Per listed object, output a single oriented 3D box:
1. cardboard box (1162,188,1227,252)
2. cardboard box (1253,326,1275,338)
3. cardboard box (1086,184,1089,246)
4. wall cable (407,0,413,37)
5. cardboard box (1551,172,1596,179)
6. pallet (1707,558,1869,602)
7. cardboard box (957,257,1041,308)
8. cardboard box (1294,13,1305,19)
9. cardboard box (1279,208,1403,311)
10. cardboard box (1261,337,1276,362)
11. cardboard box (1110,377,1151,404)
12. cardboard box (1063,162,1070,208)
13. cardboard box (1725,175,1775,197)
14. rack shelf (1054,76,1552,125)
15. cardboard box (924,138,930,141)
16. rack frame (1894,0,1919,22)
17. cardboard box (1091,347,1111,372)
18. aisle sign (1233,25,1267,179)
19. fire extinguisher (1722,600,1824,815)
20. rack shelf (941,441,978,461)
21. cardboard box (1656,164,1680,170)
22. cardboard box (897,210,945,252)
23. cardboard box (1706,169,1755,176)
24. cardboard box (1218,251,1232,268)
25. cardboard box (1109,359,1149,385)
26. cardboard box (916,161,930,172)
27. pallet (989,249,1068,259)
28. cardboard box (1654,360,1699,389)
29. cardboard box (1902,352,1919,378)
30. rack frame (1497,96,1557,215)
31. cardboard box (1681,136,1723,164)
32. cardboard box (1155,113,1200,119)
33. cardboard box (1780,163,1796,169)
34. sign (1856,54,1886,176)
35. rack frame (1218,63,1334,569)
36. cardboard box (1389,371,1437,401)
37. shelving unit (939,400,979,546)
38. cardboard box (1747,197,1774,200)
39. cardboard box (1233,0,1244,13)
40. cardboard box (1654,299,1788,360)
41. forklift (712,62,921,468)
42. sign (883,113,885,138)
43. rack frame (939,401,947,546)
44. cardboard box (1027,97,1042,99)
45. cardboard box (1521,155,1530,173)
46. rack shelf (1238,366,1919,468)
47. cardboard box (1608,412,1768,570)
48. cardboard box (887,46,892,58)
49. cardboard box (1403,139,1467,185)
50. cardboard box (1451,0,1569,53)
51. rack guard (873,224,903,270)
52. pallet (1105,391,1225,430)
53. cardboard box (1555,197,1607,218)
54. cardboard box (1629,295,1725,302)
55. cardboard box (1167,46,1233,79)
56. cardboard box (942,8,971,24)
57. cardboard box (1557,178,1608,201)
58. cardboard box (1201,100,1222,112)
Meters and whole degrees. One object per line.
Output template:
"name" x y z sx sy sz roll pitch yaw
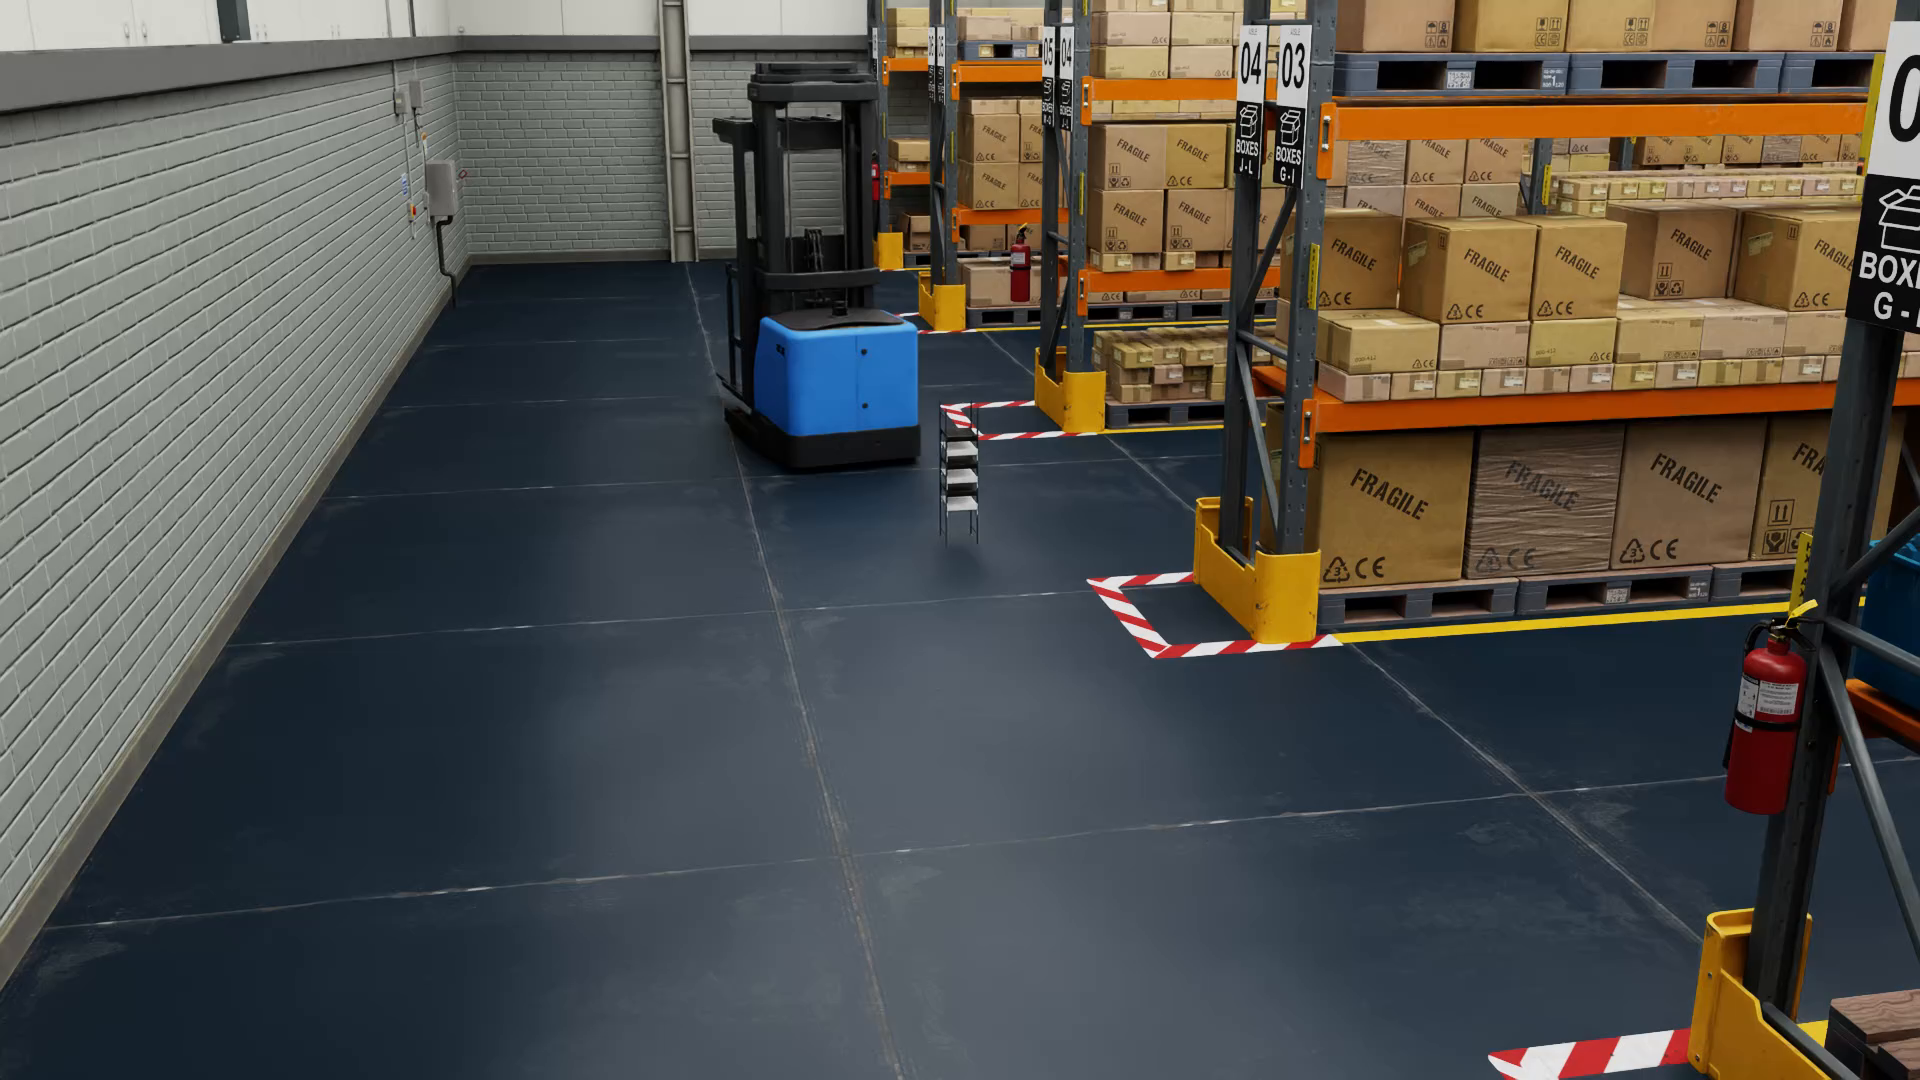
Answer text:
"cardboard box" 1.867 -2.654 13.668 0.500 0.500 0.500 -3 17 -10
"cardboard box" 2.612 -1.765 14.577 0.250 0.149 0.380 -4 17 -12
"cardboard box" 1.245 -2.771 14.048 0.500 0.500 0.500 -3 17 -9
"wall cable" -5.857 -6.590 16.941 0.029 3.000 2.355 -3 17 -10
"cardboard box" 5.401 -3.164 14.702 0.250 0.149 0.380 -4 17 -12
"pallet" 4.861 0.084 10.180 1.213 0.211 1.003 -3 17 -10
"cardboard box" 0.444 -2.945 18.939 0.875 0.438 0.875 -4 17 -12
"cardboard box" 2.840 -4.115 13.397 0.500 0.250 0.500 -4 18 -13
"cardboard box" 2.123 -1.578 9.313 0.500 0.500 0.500 -3 17 -10
"cardboard box" 2.720 -1.614 14.086 0.250 0.149 0.380 -3 17 -10
"cardboard box" 1.428 -1.257 13.935 0.250 0.149 0.380 -3 17 -9
"cardboard box" 1.335 -3.954 18.407 0.500 0.500 0.500 -3 17 -11
"cardboard box" 6.788 -3.047 14.324 0.250 0.149 0.380 -3 17 -9
"rack shelf" 2.817 -3.683 13.811 4.000 0.370 1.077 -3 17 -10
"cardboard box" -0.223 -5.535 23.472 0.500 0.250 0.500 -3 17 -10
"rack frame" 2.634 -2.486 3.580 0.127 3.000 1.000 -3 17 -10
"cardboard box" 1.317 -1.574 14.460 0.250 0.149 0.380 -4 17 -12
"aisle sign" 1.567 -2.372 8.997 0.004 0.787 0.394 -3 17 -10
"fire extinguisher" 2.400 0.474 4.926 0.183 0.674 0.296 -3 17 -10
"rack shelf" -0.008 -0.570 10.635 0.200 0.077 0.258 -3 17 -10
"cardboard box" 8.308 -4.400 19.741 0.250 0.149 0.380 -4 18 -14
"cardboard box" -0.512 -4.348 23.396 0.637 0.503 0.797 -4 18 -13
"cardboard box" 6.927 -3.249 14.980 0.250 0.149 0.380 -3 17 -9
"cardboard box" 2.249 -2.373 13.857 0.250 0.149 0.380 -3 17 -11
"cardboard box" 1.416 -1.417 13.951 0.250 0.149 0.380 -3 17 -8
"cardboard box" -0.515 -5.181 22.998 0.250 0.149 0.380 -3 17 -9
"pallet" 0.922 -4.117 23.856 1.213 0.211 1.003 -3 17 -10
"cardboard box" 3.873 -0.952 9.231 0.250 0.149 0.380 -3 17 -10
"cardboard box" 5.385 -1.038 9.509 0.250 0.149 0.380 -3 17 -10
"rack frame" 4.780 -2.705 14.509 0.127 3.000 1.000 -3 17 -10
"cardboard box" 8.666 -4.729 19.707 0.500 0.500 0.500 -2 17 -8
"cardboard box" 2.334 -4.489 18.445 0.500 0.500 0.500 -3 17 -10
"cardboard box" 9.861 -4.506 20.087 0.250 0.149 0.380 -4 17 -12
"sign" 2.514 -1.160 4.550 0.005 0.325 0.100 -3 17 -10
"rack frame" 1.695 -1.046 9.110 0.127 3.000 1.000 -3 17 -10
"cardboard box" 2.358 -0.866 8.949 0.250 0.149 0.380 -4 17 -11
"shelving unit" -0.008 -0.430 10.678 0.210 0.900 0.258 -3 17 -10
"cardboard box" 6.790 -2.905 14.366 0.250 0.149 0.380 -4 17 -12
"cardboard box" 2.220 -4.287 13.278 0.250 0.149 0.380 -3 17 -9
"cardboard box" 4.230 -1.181 9.298 0.500 0.250 0.500 -3 17 -9
"forklift" -1.319 -2.326 13.391 1.130 2.935 3.031 -7 18 -21
"sign" -1.027 -5.591 22.433 0.005 0.325 0.100 -3 17 -10
"rack frame" -0.108 -0.424 10.660 0.006 0.900 0.240 -3 17 -10
"cardboard box" 0.866 -4.879 18.609 0.250 0.149 0.380 -3 17 -9
"cardboard box" 6.241 -4.352 19.276 0.500 0.250 0.500 -4 17 -12
"rack shelf" 3.658 -0.814 9.578 4.000 0.370 1.077 -3 17 -10
"cardboard box" 4.075 -0.390 9.878 0.875 0.875 0.875 -3 17 -10
"cardboard box" -0.860 -6.732 22.941 0.250 0.149 0.380 -3 17 -9
"cardboard box" 3.864 -3.238 13.866 0.500 0.500 0.500 -4 17 -12
"cardboard box" 2.770 -2.818 8.712 0.500 0.500 0.700 -4 17 -12
"rack guard" -1.056 -4.143 23.450 0.348 0.500 1.175 -3 17 -10
"pallet" 1.732 -1.188 14.321 1.213 0.211 1.003 -3 17 -10
"cardboard box" 5.254 -2.817 14.080 0.250 0.149 0.380 -3 17 -10
"cardboard box" 4.114 -1.332 9.790 0.500 0.250 0.500 -3 17 -9
"cardboard box" 1.860 -3.823 13.298 0.500 0.250 0.500 -3 17 -9
"cardboard box" -0.144 -7.053 22.453 0.500 0.250 0.500 -3 17 -11
"cardboard box" 5.254 -2.959 14.036 0.250 0.149 0.380 -2 17 -8
"cardboard box" 2.729 -4.839 18.480 0.250 0.149 0.380 -3 17 -11
